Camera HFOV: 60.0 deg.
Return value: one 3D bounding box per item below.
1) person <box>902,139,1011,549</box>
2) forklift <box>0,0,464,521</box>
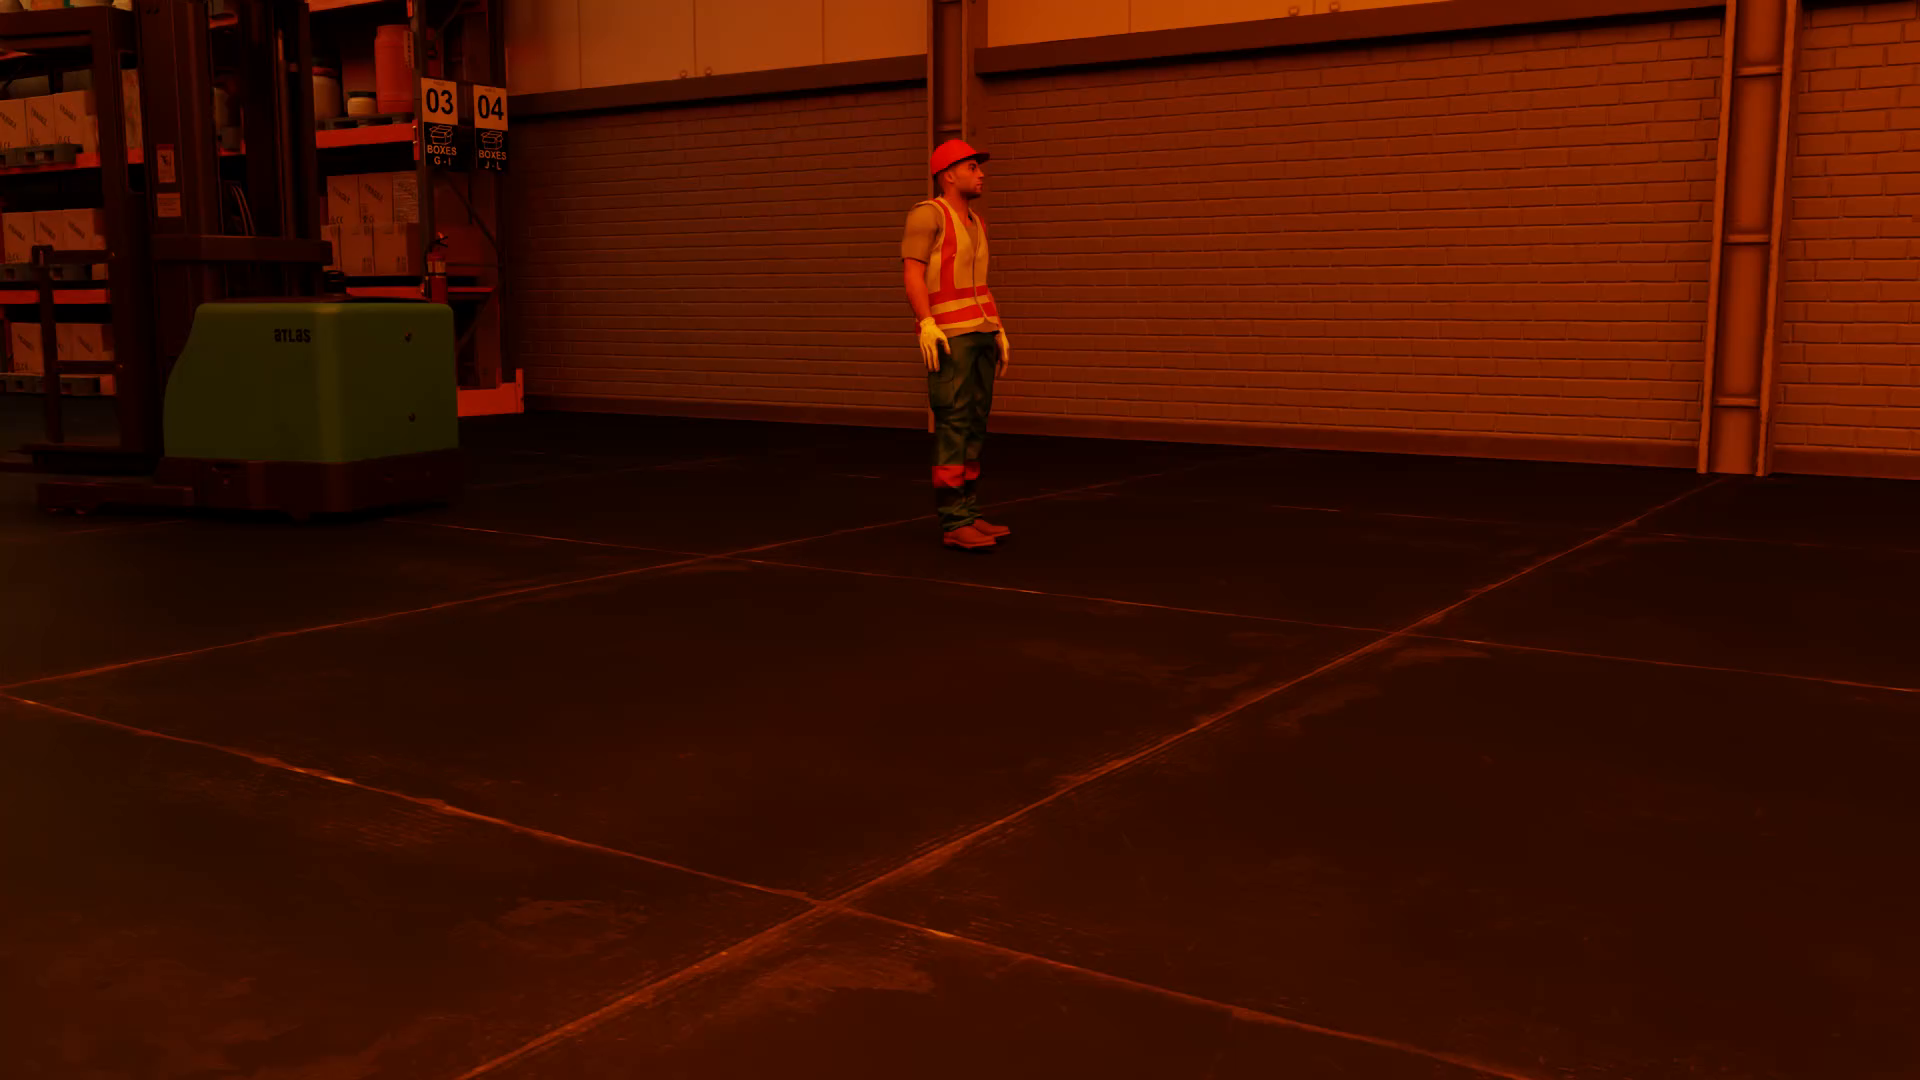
[{"bbox_3d":[0.059,-0.885,7.422,0.564,1.787,0.637,5,10,34],"label":"person"},{"bbox_3d":[-4.229,-1.647,8.773,3.031,2.935,1.130,3,9,19],"label":"forklift"}]
